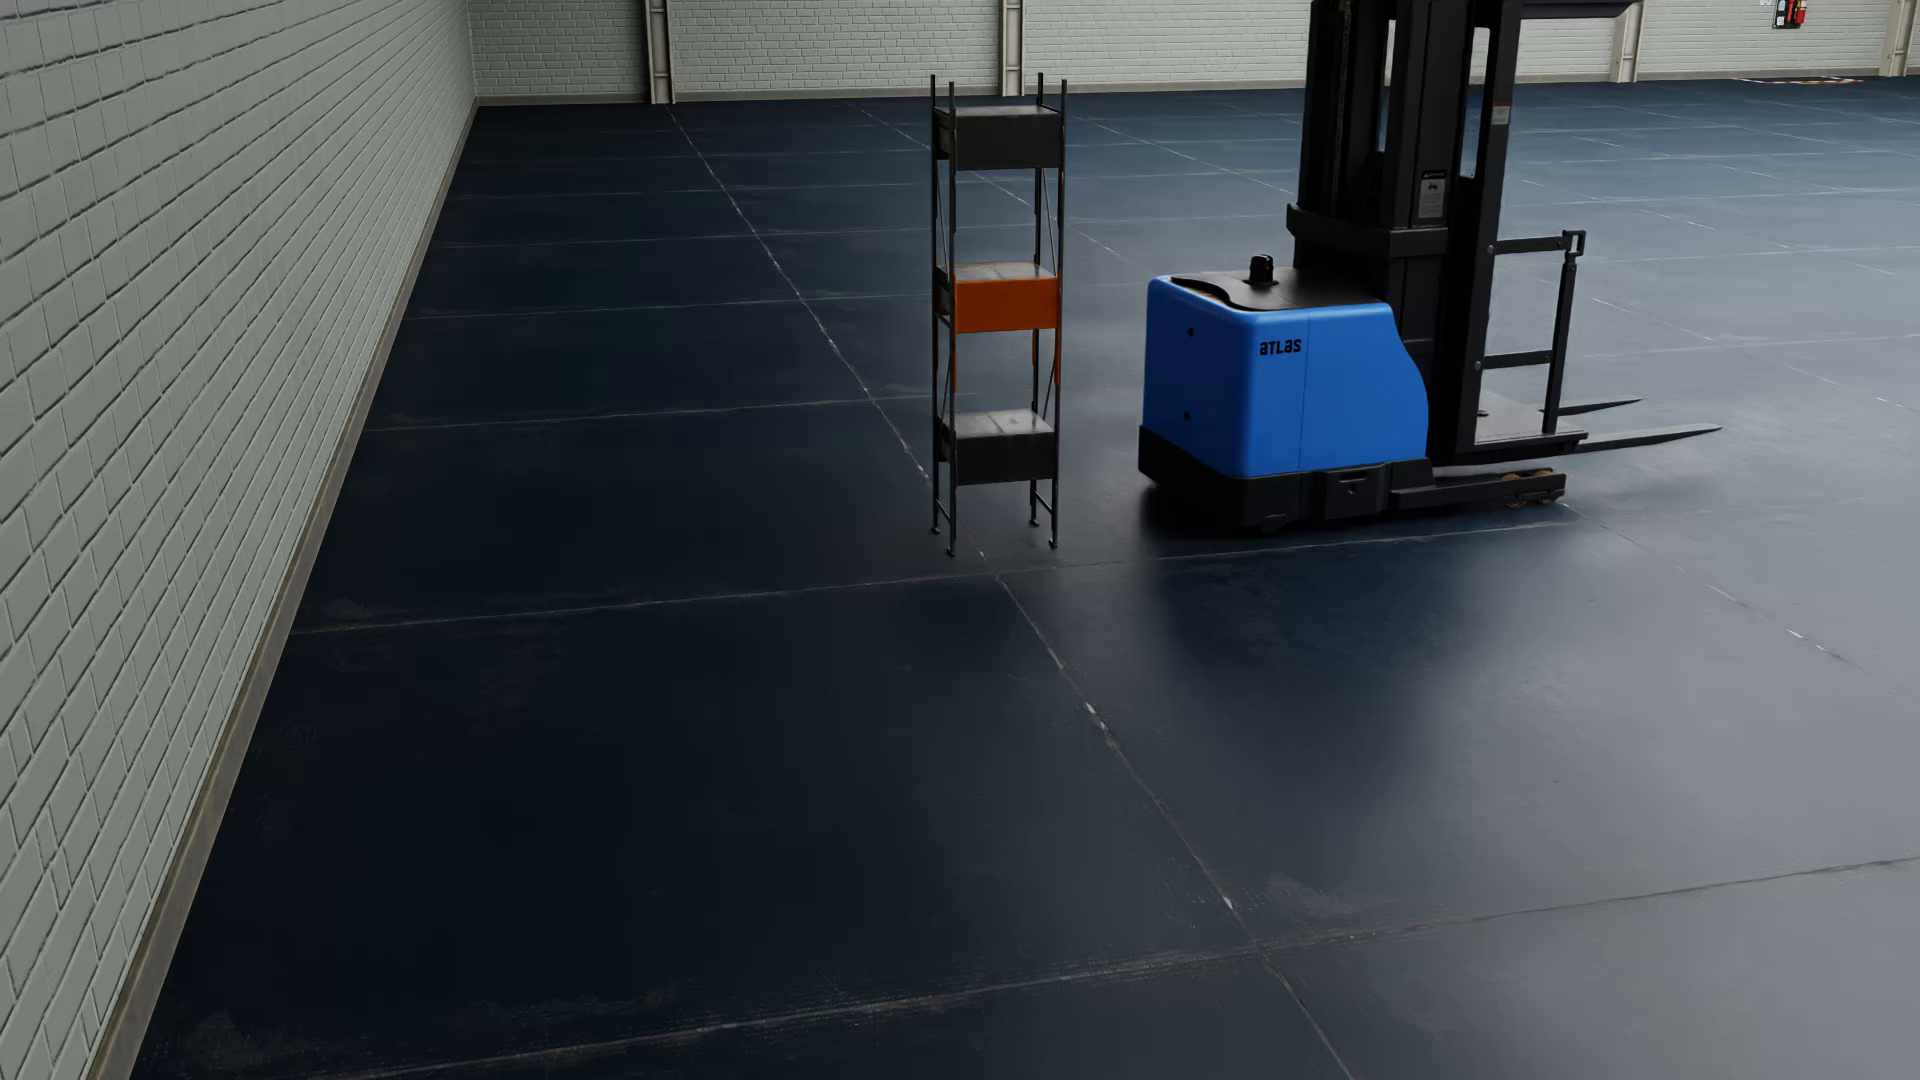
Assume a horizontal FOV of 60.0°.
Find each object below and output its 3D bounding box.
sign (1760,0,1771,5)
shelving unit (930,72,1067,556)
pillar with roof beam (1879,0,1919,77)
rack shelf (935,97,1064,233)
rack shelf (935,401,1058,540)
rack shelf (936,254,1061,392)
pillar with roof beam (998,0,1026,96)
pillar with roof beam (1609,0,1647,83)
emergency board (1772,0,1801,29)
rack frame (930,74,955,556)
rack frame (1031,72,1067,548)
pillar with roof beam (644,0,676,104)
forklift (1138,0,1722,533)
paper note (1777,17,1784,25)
[{"bbox_3d":[15.435,-10.411,31.823,0.234,0.329,0.001,-5,21,-12],"label":"sign"},{"bbox_3d":[0.161,-0.999,7.489,0.503,2.100,0.431,-5,21,-12],"label":"shelving unit"},{"bbox_3d":[19.401,-11.962,27.388,0.400,9.000,9.100,-5,21,-12],"label":"pillar with roof beam"},{"bbox_3d":[0.161,-1.644,7.253,0.480,0.518,0.431,-5,21,-12],"label":"rack shelf"},{"bbox_3d":[0.161,-0.329,7.735,0.480,0.518,0.431,-5,21,-12],"label":"rack shelf"},{"bbox_3d":[0.161,-0.986,7.494,0.480,0.518,0.431,-5,21,-12],"label":"rack shelf"},{"bbox_3d":[1.884,-10.538,23.499,0.400,9.000,9.100,-5,21,-12],"label":"pillar with roof beam"},{"bbox_3d":[13.562,-11.488,26.092,0.400,9.000,9.100,-5,21,-12],"label":"pillar with roof beam"},{"bbox_3d":[15.984,-10.409,31.870,0.626,1.169,0.157,-5,21,-12],"label":"emergency board"},{"bbox_3d":[-0.076,-0.980,7.436,0.015,2.100,0.400,-5,21,-12],"label":"rack frame"},{"bbox_3d":[0.399,-1.018,7.542,0.015,2.100,0.400,-5,21,-12],"label":"rack frame"},{"bbox_3d":[-3.955,-10.063,22.202,0.400,9.000,9.100,-5,21,-12],"label":"pillar with roof beam"},{"bbox_3d":[2.494,-1.698,8.189,3.031,2.935,1.130,-7,21,-18],"label":"forklift"},{"bbox_3d":[15.808,-9.999,32.031,0.142,0.148,0.016,-5,21,-12],"label":"paper note"}]
